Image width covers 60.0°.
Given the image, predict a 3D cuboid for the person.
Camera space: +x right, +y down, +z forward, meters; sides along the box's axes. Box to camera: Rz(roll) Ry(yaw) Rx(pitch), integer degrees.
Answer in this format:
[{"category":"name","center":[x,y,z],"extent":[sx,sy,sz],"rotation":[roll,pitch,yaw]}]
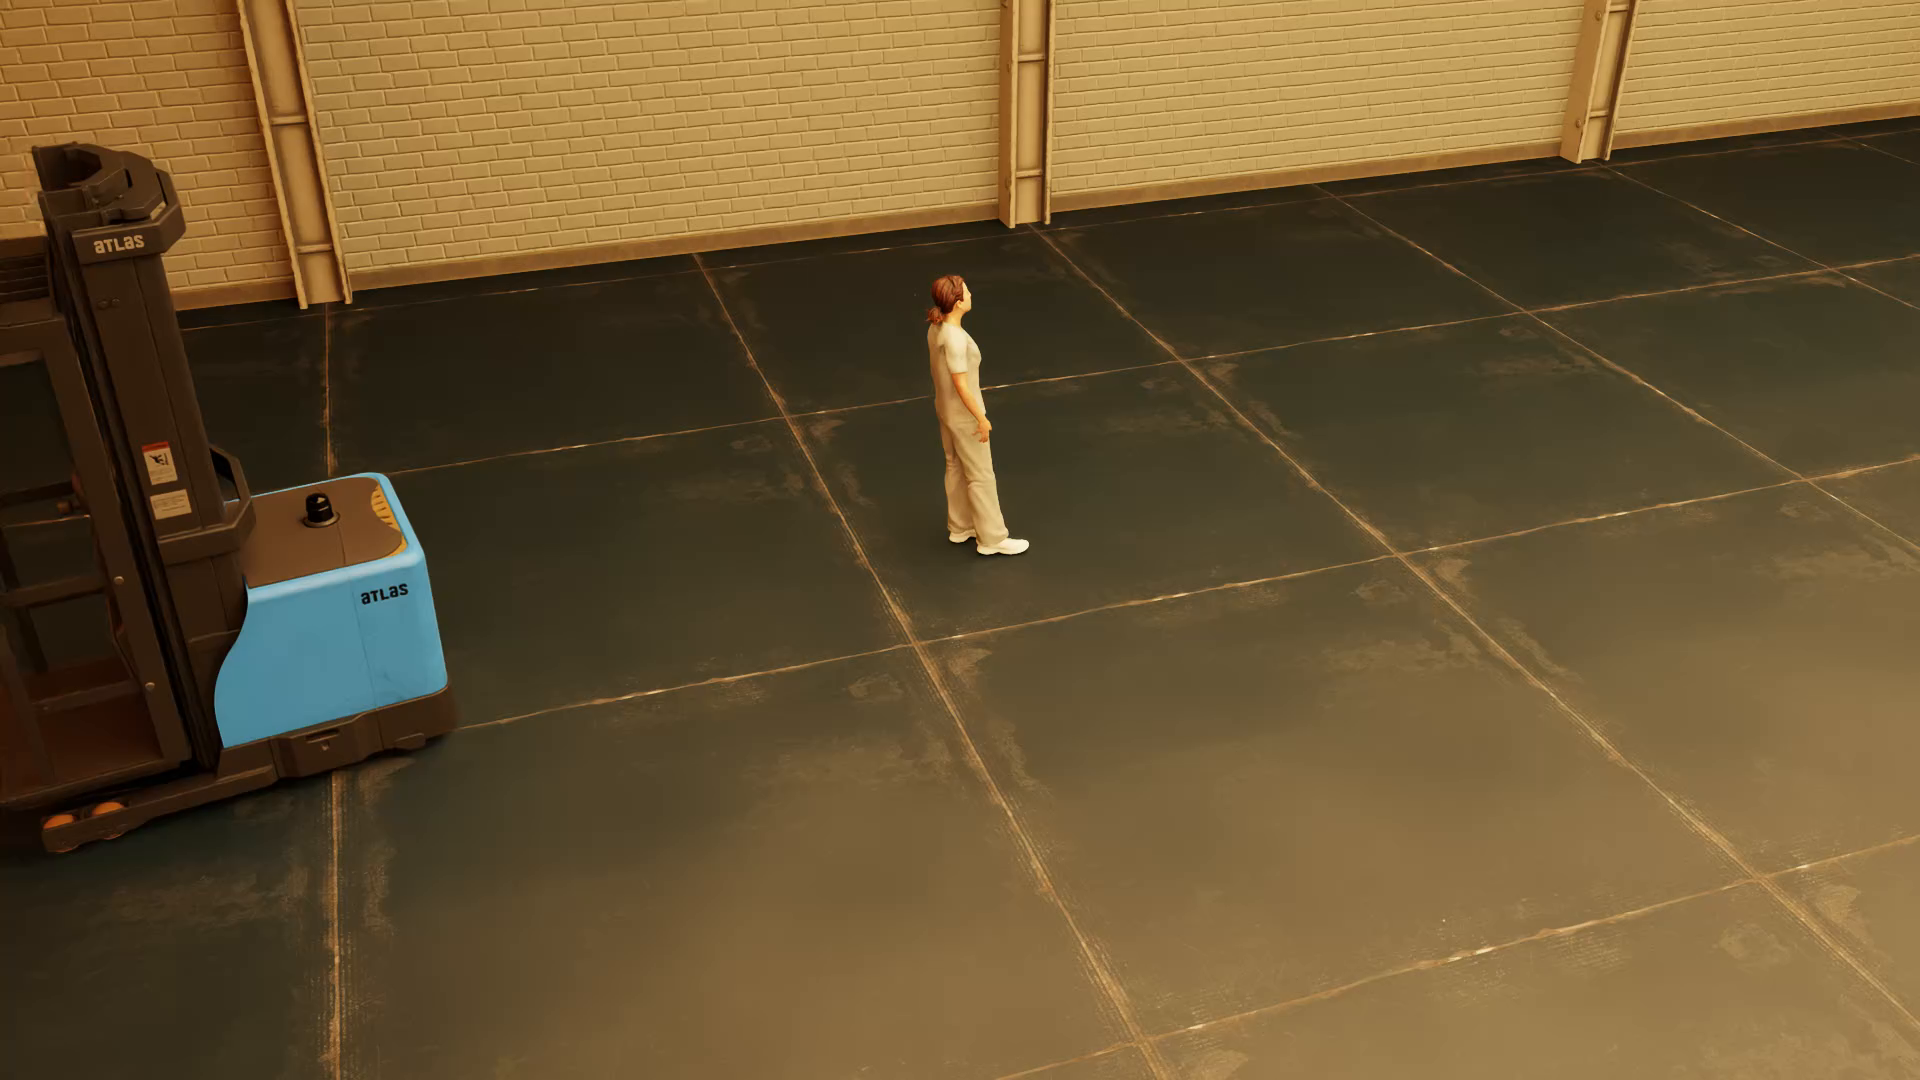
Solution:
[{"category":"person","center":[0.075,-0.738,9.613],"extent":[0.548,1.673,0.549],"rotation":[-10,31,-16]}]

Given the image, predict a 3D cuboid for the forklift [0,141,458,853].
[{"category":"forklift","center":[-4.055,-0.154,7.354],"extent":[3.031,2.935,1.130],"rotation":[-15,33,-24]}]
